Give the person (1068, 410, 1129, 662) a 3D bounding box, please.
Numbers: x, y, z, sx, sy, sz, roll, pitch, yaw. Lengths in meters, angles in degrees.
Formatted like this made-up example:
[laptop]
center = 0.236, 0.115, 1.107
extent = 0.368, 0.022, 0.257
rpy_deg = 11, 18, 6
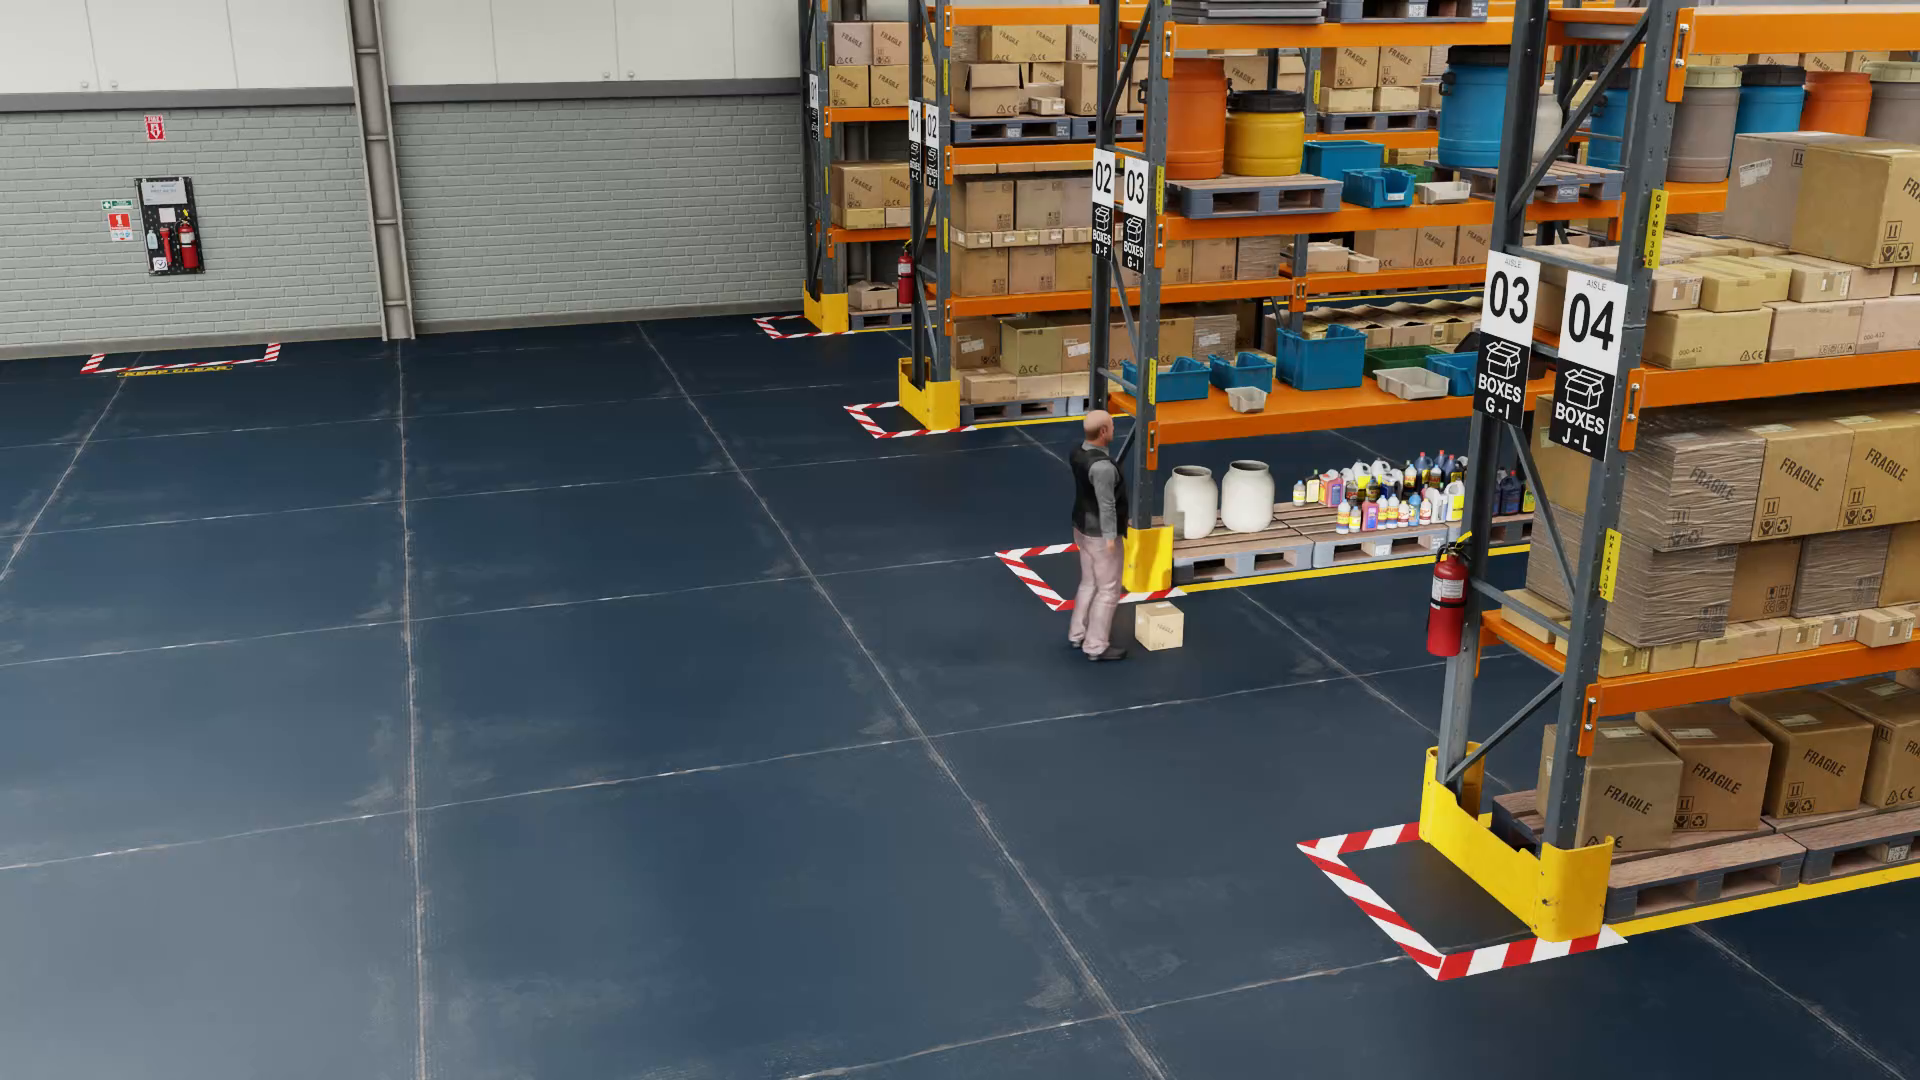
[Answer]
[person]
center = 0.941, -0.046, 11.249
extent = 0.359, 1.716, 0.530
rpy_deg = -6, 20, -16
